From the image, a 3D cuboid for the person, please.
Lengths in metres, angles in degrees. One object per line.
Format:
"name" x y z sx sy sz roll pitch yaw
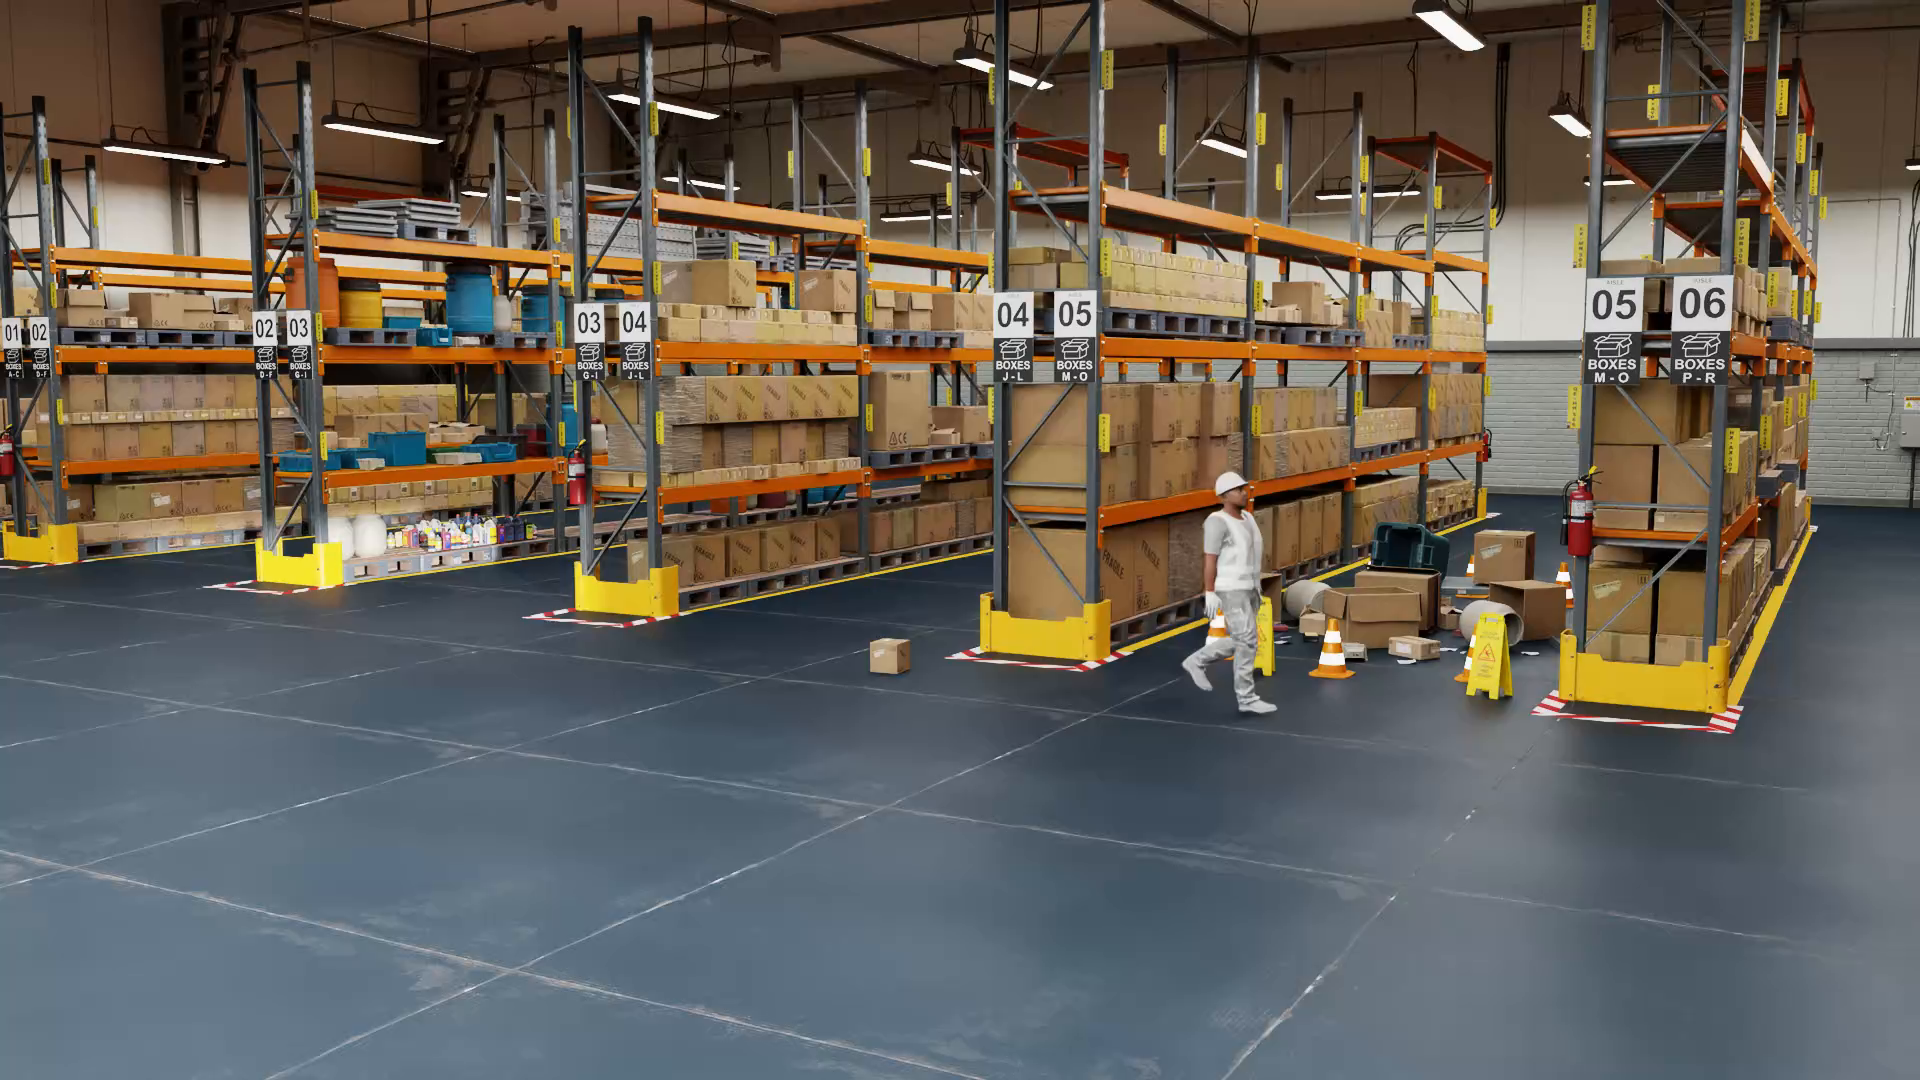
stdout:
"person" 2.004 0.371 12.317 0.866 1.755 0.554 4 7 37
